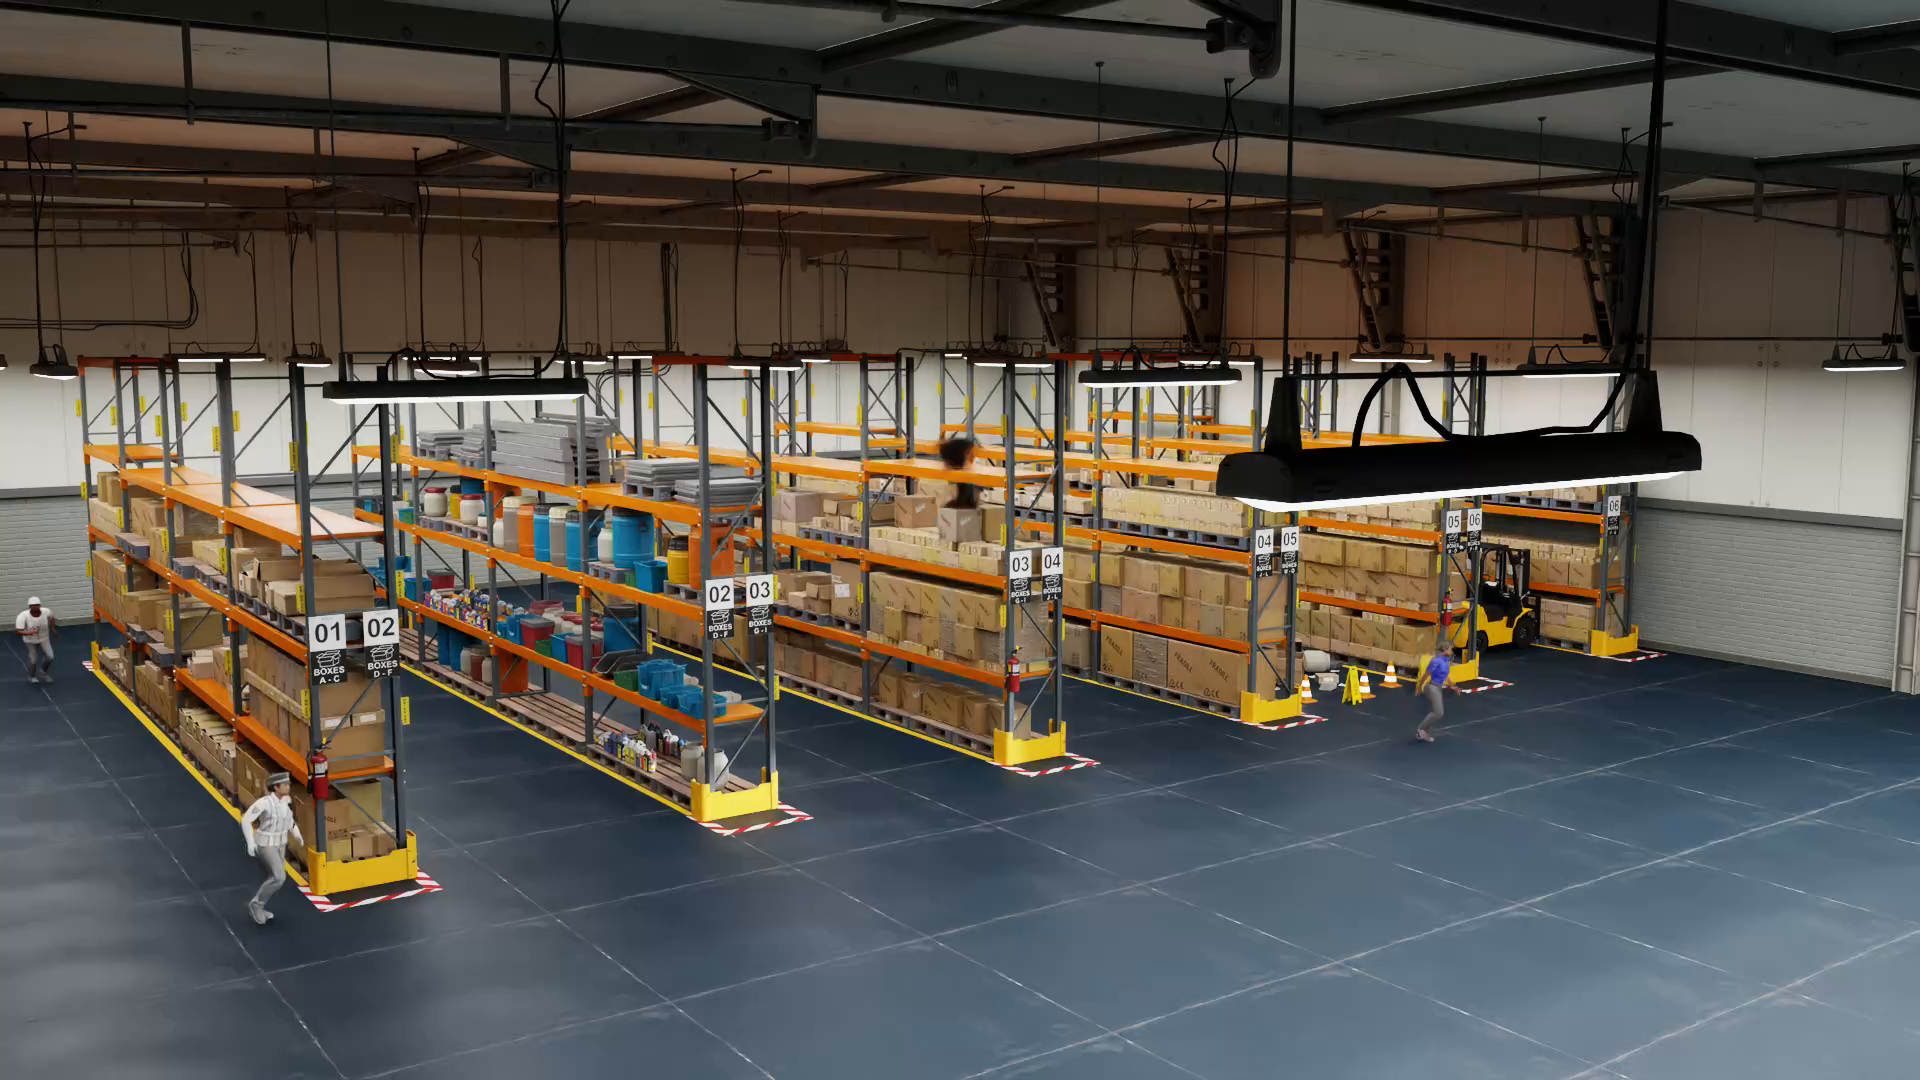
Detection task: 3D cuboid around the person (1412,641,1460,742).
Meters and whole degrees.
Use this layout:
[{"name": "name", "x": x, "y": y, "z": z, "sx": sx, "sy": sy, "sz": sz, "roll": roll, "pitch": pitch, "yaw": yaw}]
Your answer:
[{"name": "person", "x": 7.489, "y": 2.377, "z": 26.099, "sx": 0.611, "sy": 1.611, "sz": 0.577, "roll": 4, "pitch": 8, "yaw": 32}]

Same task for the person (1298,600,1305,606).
[{"name": "person", "x": 7.548, "y": 1.133, "z": 35.797, "sx": 0.652, "sy": 1.748, "sz": 0.975, "roll": -6, "pitch": 9, "yaw": -42}]

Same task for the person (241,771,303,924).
[{"name": "person", "x": -7.474, "y": 3.343, "z": 18.133, "sx": 0.613, "sy": 1.640, "sz": 0.616, "roll": 2, "pitch": 7, "yaw": 16}]

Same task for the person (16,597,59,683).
[{"name": "person", "x": -16.812, "y": 1.829, "z": 30.321, "sx": 0.729, "sy": 1.653, "sz": 0.894, "roll": -6, "pitch": 9, "yaw": -43}]
